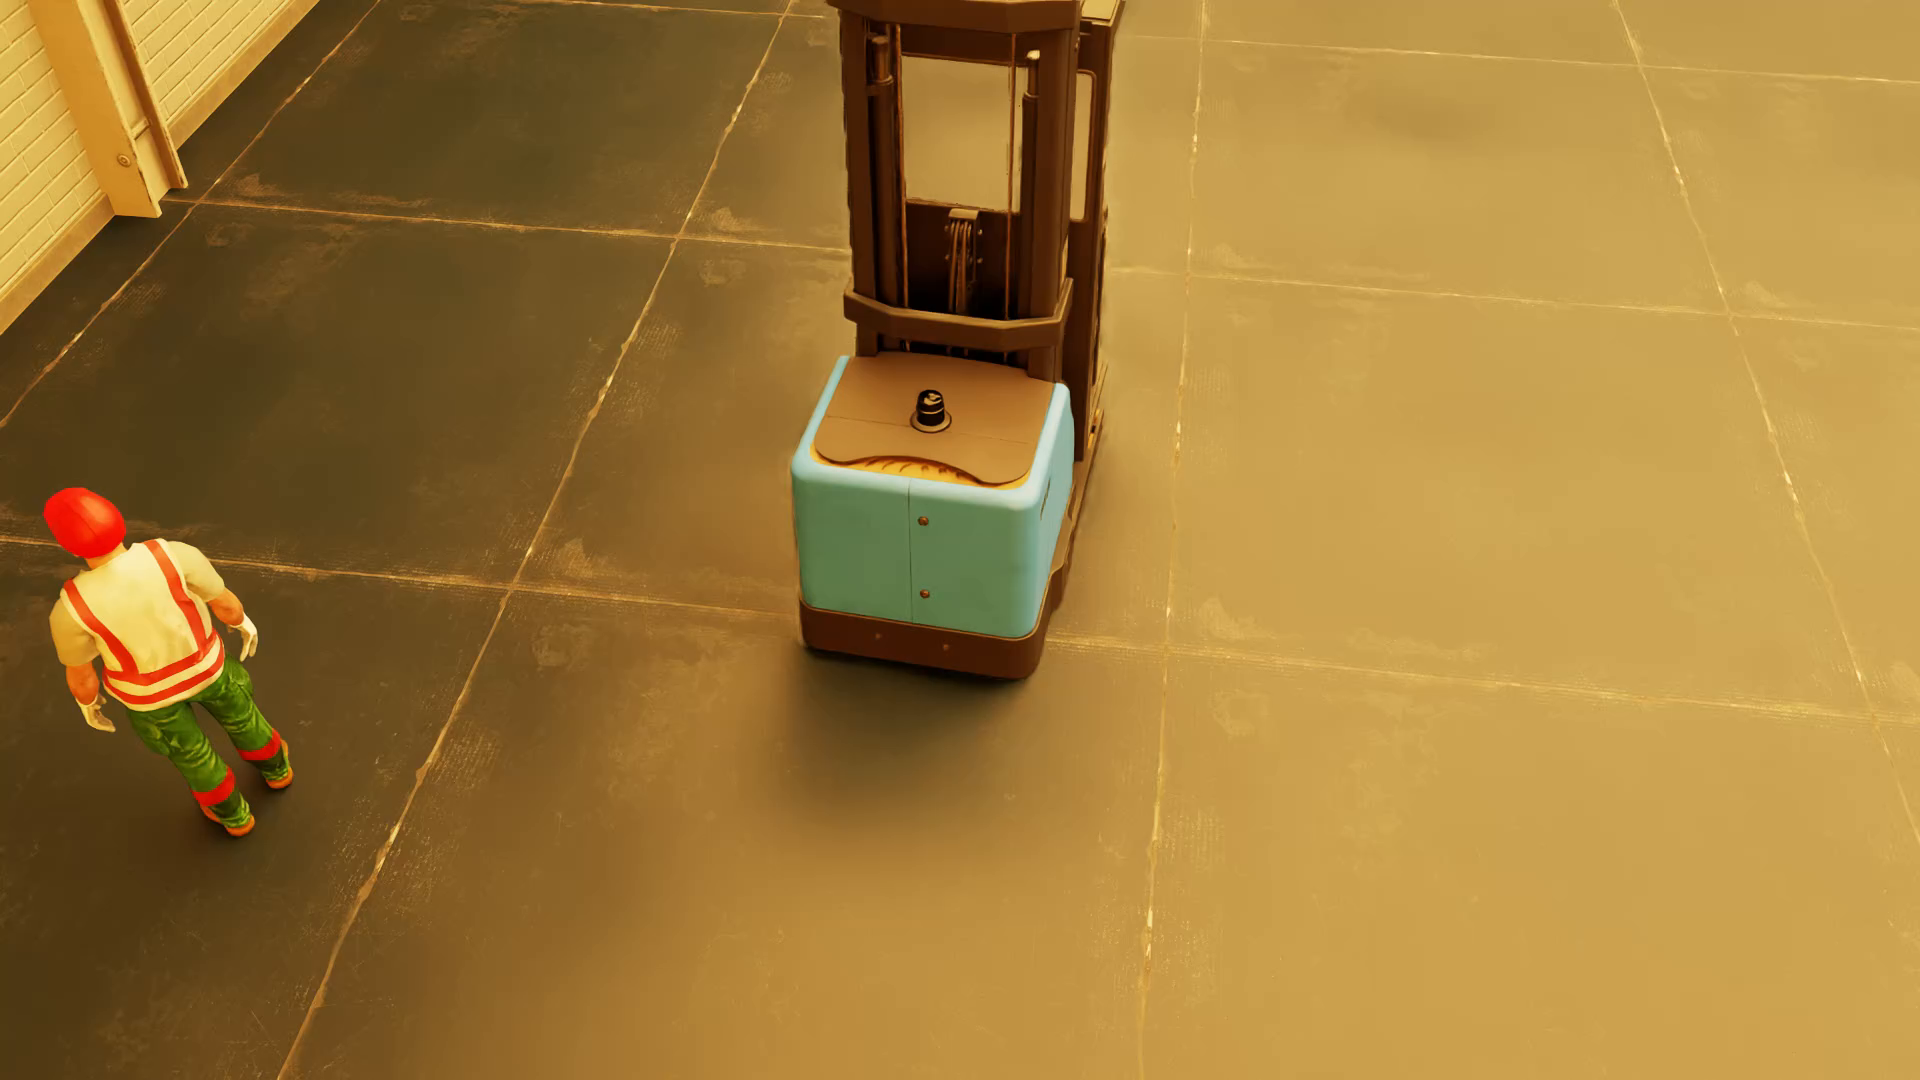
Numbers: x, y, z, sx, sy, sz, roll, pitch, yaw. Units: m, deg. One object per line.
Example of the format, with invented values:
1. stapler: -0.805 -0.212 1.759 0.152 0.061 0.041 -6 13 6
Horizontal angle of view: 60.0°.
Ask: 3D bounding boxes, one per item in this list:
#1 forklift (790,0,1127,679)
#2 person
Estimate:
1. forklift: 0.114 -1.492 7.348 1.130 2.935 3.031 8 43 9
2. person: -2.915 0.434 6.087 0.643 1.789 0.565 -30 50 -28
